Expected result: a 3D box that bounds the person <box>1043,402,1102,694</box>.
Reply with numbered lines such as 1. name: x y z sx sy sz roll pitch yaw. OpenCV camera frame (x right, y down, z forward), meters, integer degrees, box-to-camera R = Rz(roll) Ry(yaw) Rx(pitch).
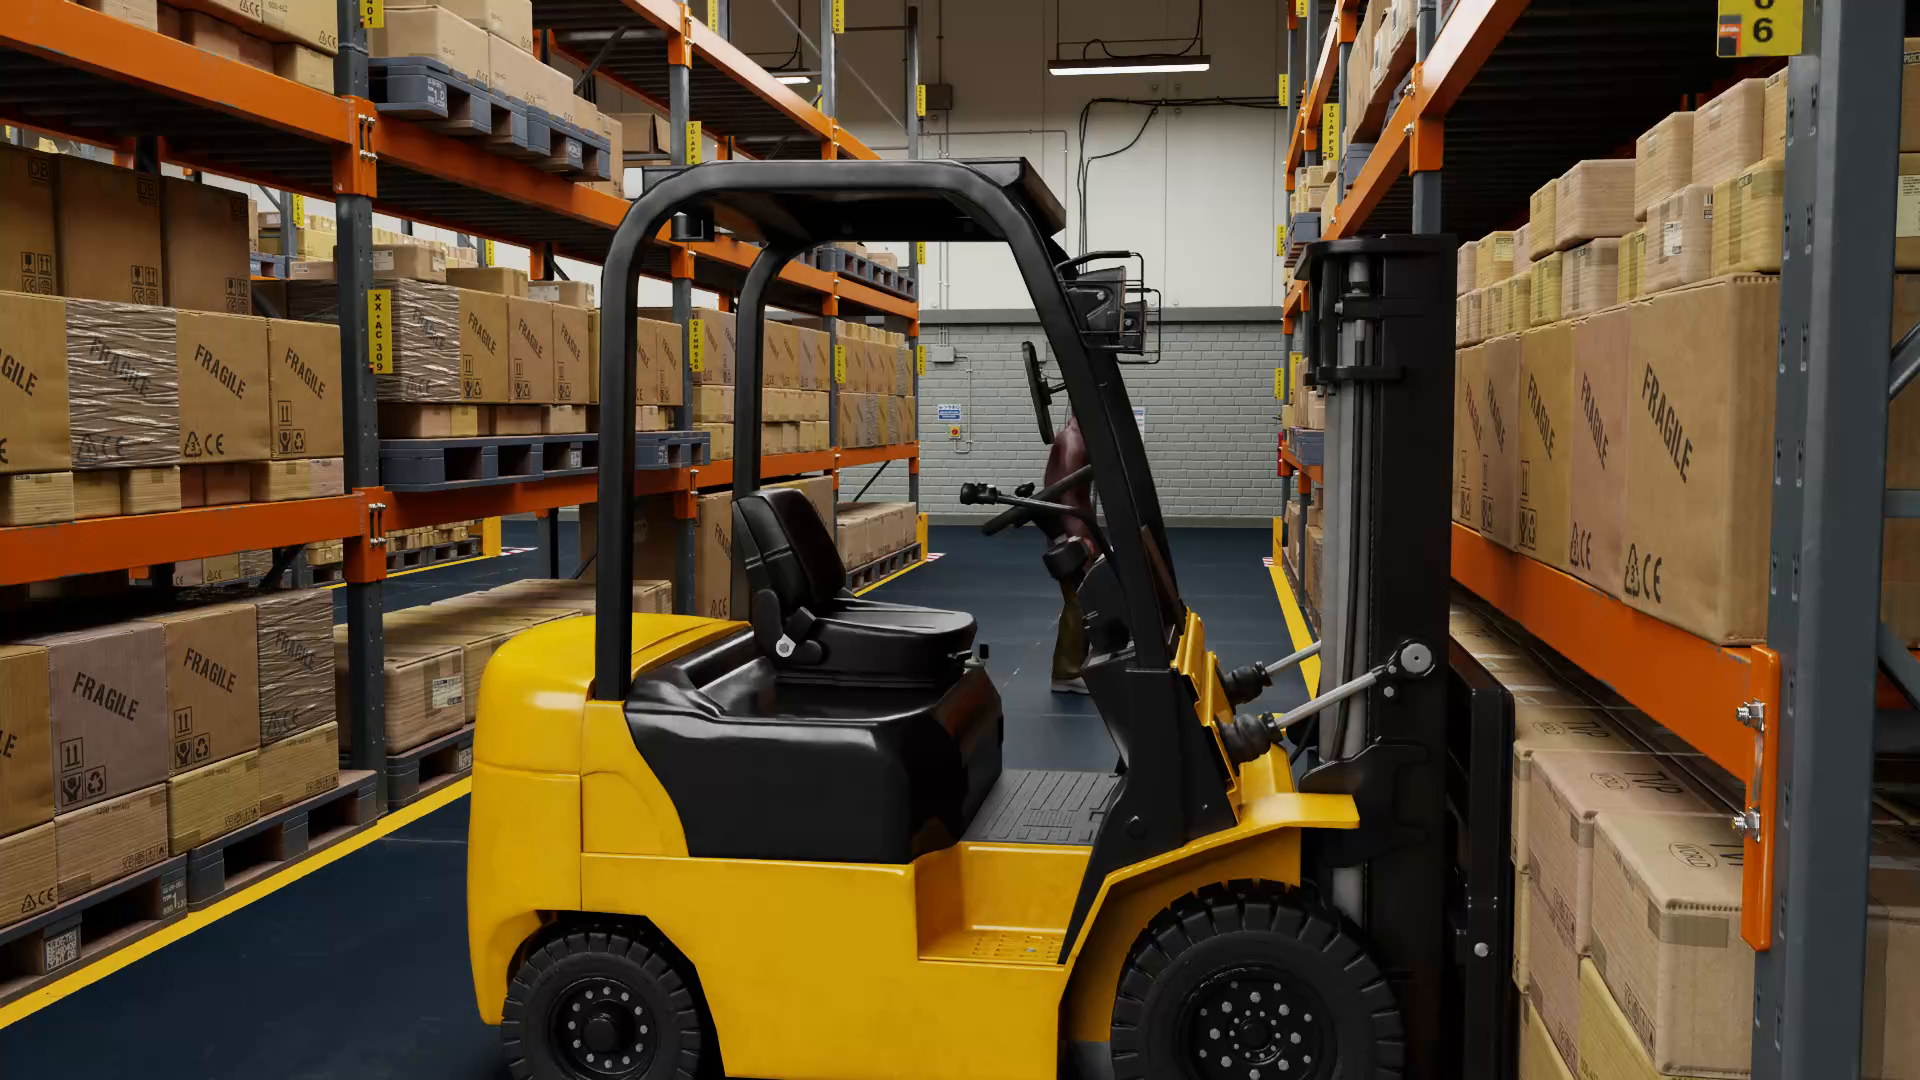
1. person: 0.698 -0.014 9.765 0.423 1.774 0.643 1 4 9
